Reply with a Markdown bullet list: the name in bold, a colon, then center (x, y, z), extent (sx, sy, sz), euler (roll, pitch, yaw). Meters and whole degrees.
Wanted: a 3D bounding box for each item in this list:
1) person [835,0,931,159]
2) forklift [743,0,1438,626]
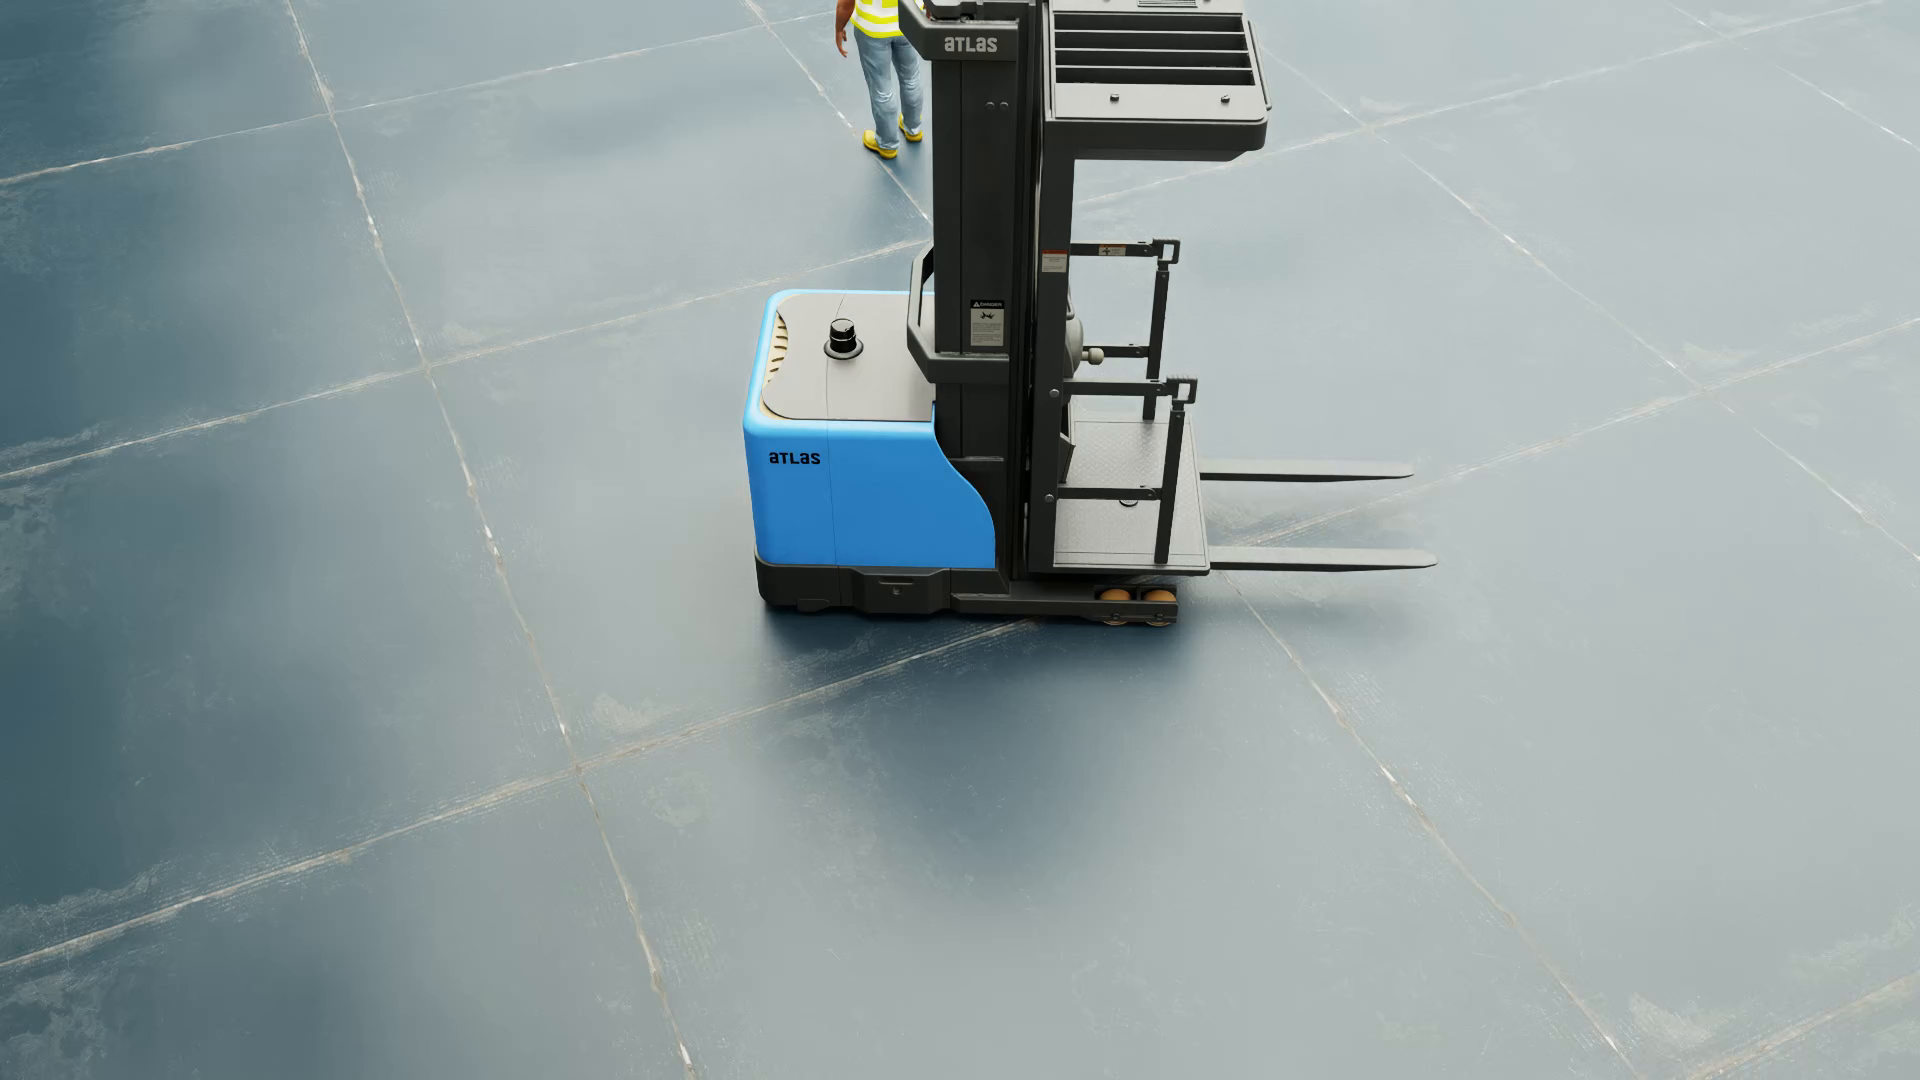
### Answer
- **person**: center (-0.463, -3.106, 9.851), extent (0.666, 1.765, 0.578), euler (-20, 47, -20)
- **forklift**: center (0.619, -1.059, 6.815), extent (3.031, 2.935, 1.130), euler (1, 43, 1)
